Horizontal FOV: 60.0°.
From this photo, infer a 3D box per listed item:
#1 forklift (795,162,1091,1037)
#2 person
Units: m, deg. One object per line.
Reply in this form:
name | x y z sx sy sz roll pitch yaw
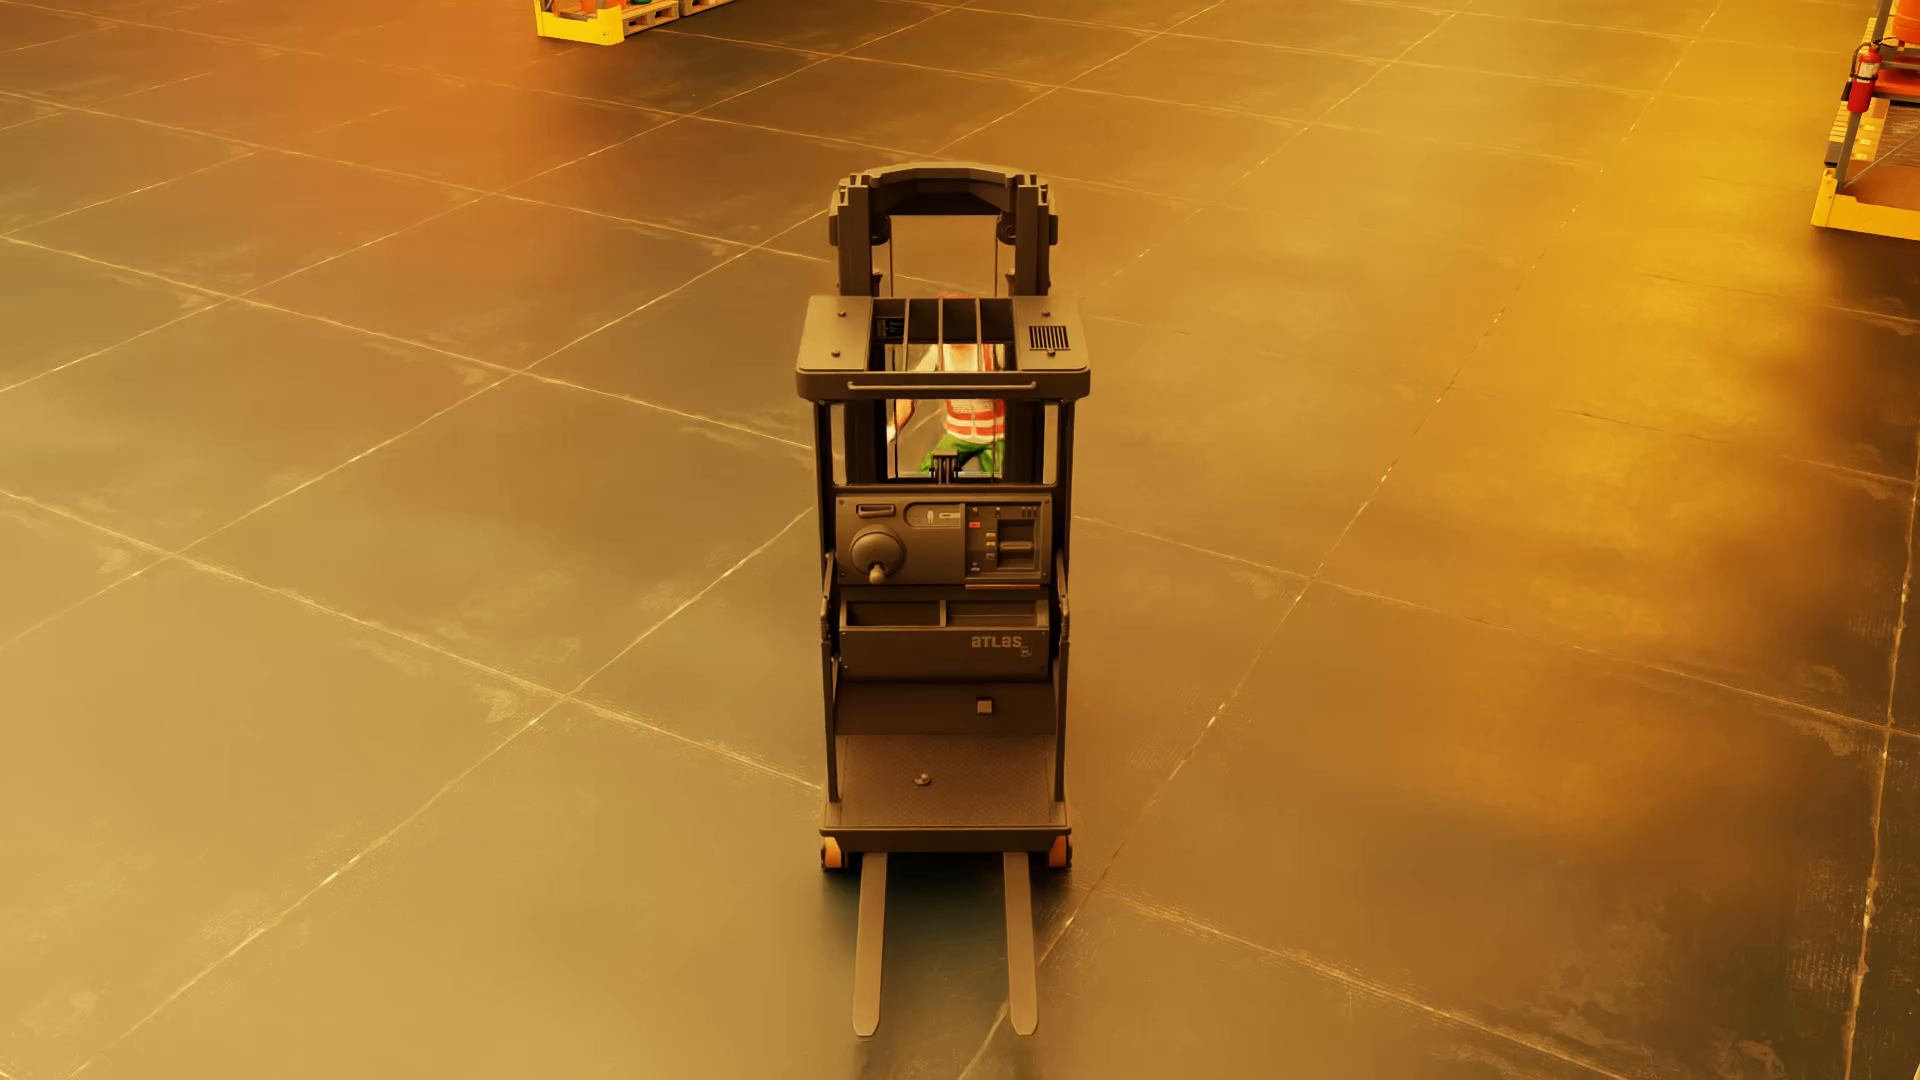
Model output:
forklift | -0.064 0.045 6.992 1.130 2.935 3.031 0 30 0
person | 0.025 -0.564 9.365 0.907 1.624 0.632 6 30 10
